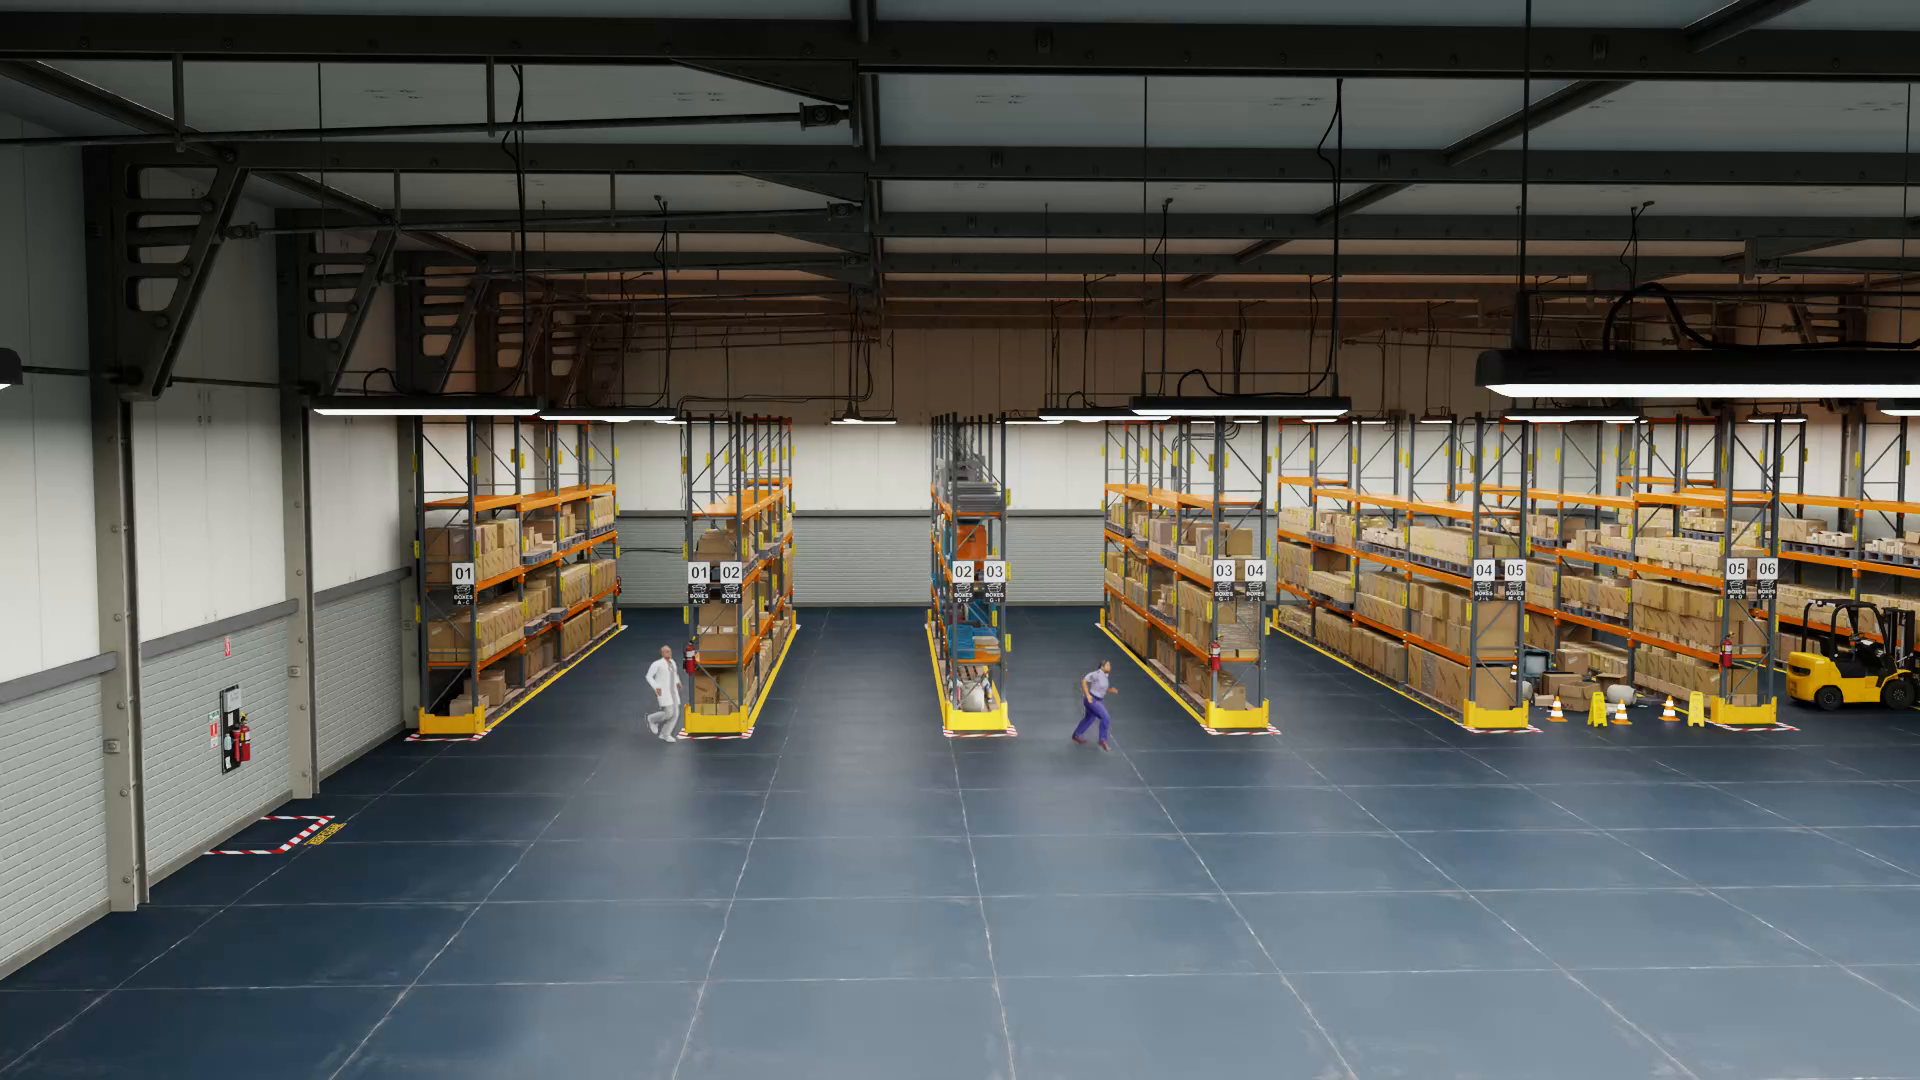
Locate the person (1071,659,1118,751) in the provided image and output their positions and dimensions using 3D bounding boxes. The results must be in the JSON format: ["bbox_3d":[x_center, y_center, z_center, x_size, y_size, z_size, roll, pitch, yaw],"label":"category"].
[{"bbox_3d":[2.359,2.926,29.626,0.882,1.643,0.621,2,4,25],"label":"person"}]

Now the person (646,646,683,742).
[{"bbox_3d":[-5.386,2.804,30.379,0.641,1.747,0.713,3,5,36],"label":"person"}]

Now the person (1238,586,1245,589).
[{"bbox_3d":[8.186,1.604,48.495,0.520,1.633,0.730,-2,4,-23],"label":"person"}]
